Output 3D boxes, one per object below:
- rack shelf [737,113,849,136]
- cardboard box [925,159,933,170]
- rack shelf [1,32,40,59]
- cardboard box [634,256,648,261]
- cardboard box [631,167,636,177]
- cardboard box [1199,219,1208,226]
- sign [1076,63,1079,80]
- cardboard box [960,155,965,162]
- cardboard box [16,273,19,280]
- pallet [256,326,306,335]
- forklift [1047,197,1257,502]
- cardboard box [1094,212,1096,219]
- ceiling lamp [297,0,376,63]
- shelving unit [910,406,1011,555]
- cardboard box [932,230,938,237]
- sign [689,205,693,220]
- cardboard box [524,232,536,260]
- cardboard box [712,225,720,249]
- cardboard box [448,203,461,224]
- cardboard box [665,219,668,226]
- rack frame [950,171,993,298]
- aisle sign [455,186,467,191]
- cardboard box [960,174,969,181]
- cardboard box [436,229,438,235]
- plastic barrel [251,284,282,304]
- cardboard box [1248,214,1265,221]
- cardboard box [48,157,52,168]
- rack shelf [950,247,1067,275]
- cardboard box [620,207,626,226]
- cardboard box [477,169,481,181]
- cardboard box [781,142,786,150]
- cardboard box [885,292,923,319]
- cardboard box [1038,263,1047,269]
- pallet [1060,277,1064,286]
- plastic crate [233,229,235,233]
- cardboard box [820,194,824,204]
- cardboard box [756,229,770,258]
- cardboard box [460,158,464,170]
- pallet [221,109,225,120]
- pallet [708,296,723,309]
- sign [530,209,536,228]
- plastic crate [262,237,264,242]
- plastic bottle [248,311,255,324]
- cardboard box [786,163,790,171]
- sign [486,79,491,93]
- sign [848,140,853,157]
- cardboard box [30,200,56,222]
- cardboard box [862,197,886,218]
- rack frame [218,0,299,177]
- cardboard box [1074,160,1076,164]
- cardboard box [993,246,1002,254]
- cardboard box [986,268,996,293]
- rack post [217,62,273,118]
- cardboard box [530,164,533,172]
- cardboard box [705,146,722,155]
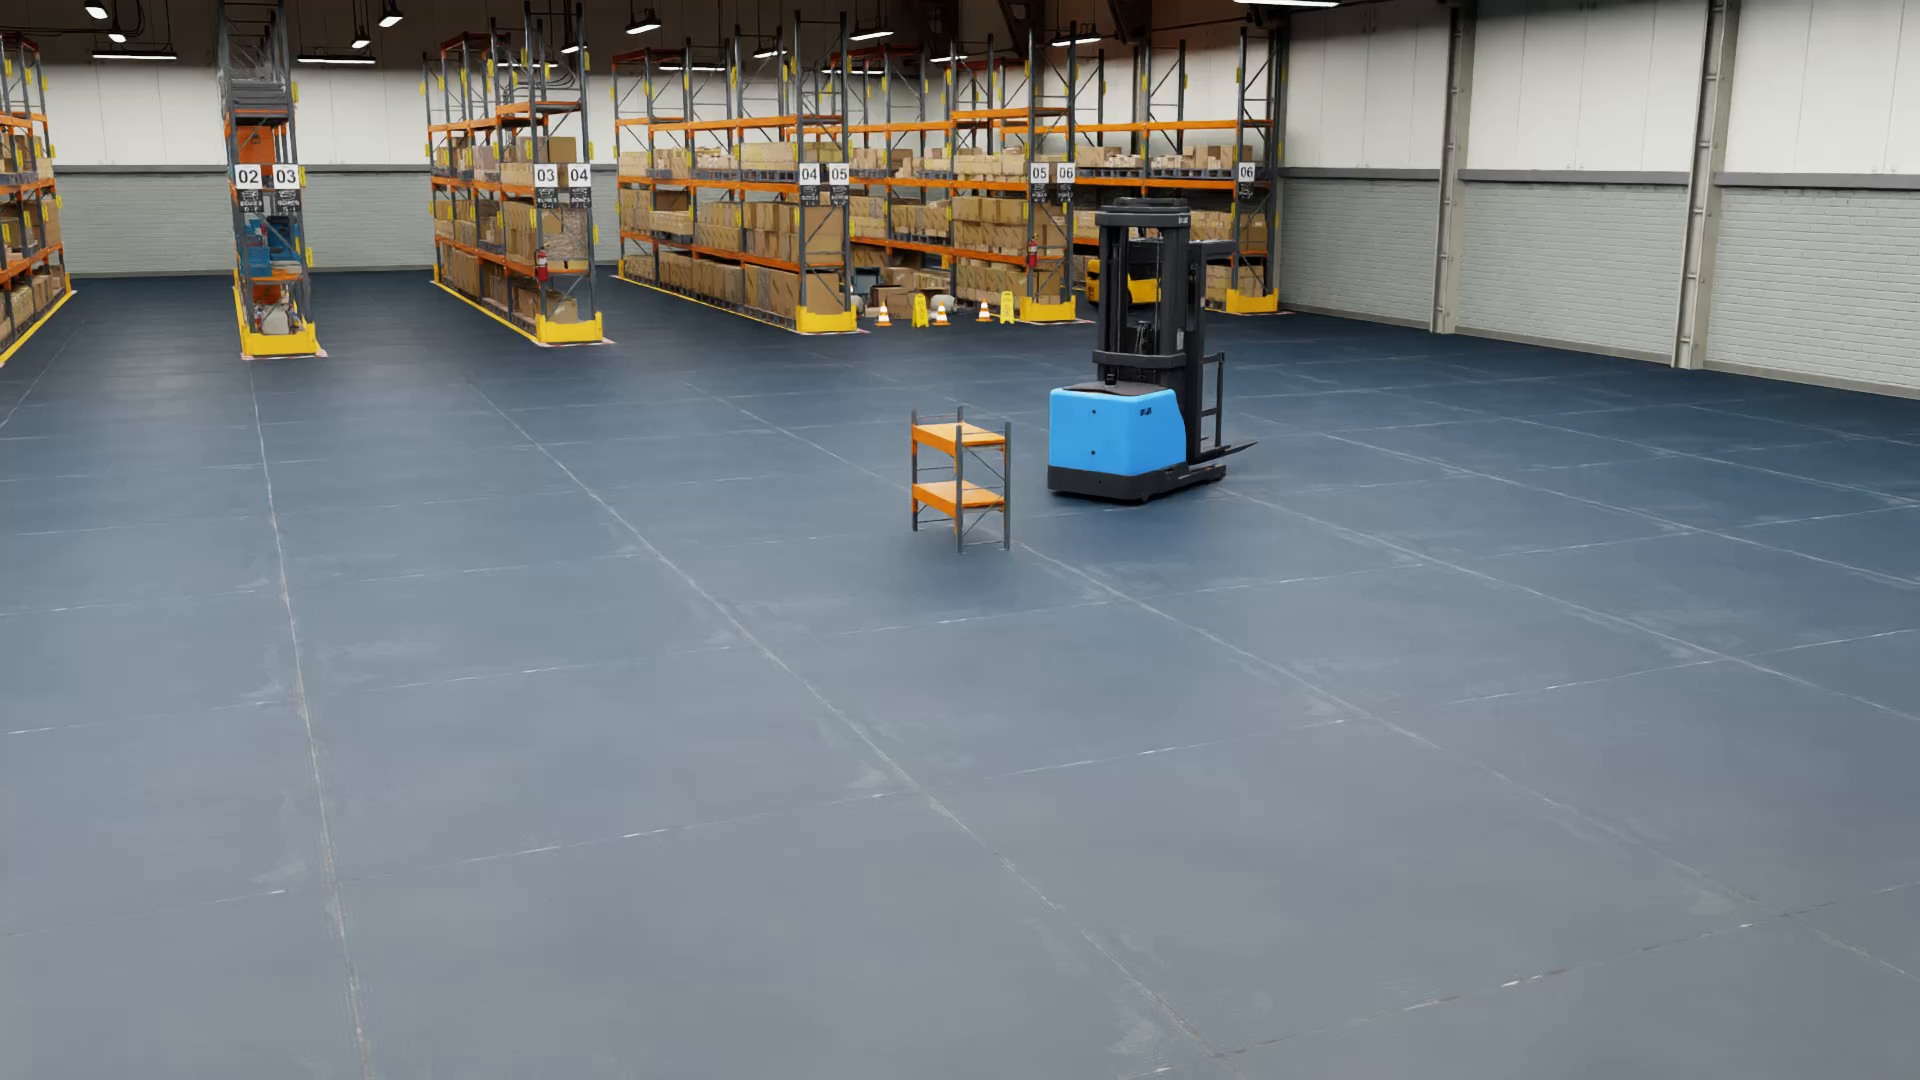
[{"bbox_3d":[-3.431,-8.372,33.569,1.077,0.370,4.000,-6,14,-23],"label":"rack shelf"},{"bbox_3d":[-0.505,-8.787,38.932,0.500,0.250,0.500,-5,14,-22],"label":"cardboard box"},{"bbox_3d":[-21.902,-11.344,38.153,1.077,0.370,4.000,-6,14,-23],"label":"rack shelf"},{"bbox_3d":[-8.659,-7.642,45.309,0.380,0.149,0.250,-5,14,-21],"label":"cardboard box"},{"bbox_3d":[-8.472,-9.838,44.403,0.500,0.250,0.500,-6,14,-23],"label":"cardboard box"},{"bbox_3d":[5.599,-7.122,37.329,0.380,0.149,0.250,-6,14,-25],"label":"cardboard box"},{"bbox_3d":[2.362,-9.515,33.777,0.100,0.325,0.005,-6,14,-23],"label":"sign"},{"bbox_3d":[0.221,-8.458,36.897,0.380,0.149,0.250,-5,14,-21],"label":"cardboard box"},{"bbox_3d":[-20.729,-5.773,36.066,0.500,0.250,0.500,-6,14,-23],"label":"cardboard box"},{"bbox_3d":[-12.632,-3.780,30.734,1.003,0.211,1.213,-6,14,-23],"label":"pallet"},{"bbox_3d":[2.167,-2.085,17.377,1.130,2.935,3.031,10,16,36],"label":"forklift"},{"bbox_3d":[3.591,-8.158,41.805,0.380,0.149,0.250,-5,14,-22],"label":"cardboard box"},{"bbox_3d":[-16.930,-14.561,44.882,2.000,3.185,0.800,-6,14,-23],"label":"ceiling lamp"},{"bbox_3d":[-0.003,-0.549,14.749,0.538,1.125,1.048,-6,14,-23],"label":"shelving unit"},{"bbox_3d":[-0.422,-7.146,38.717,0.380,0.149,0.250,-6,14,-24],"label":"cardboard box"},{"bbox_3d":[-6.328,-7.709,39.133,0.100,0.325,0.005,-6,14,-23],"label":"sign"},{"bbox_3d":[-7.721,-5.557,31.344,0.875,0.500,0.500,-6,14,-23],"label":"cardboard box"},{"bbox_3d":[-5.297,-6.854,37.609,0.500,0.500,0.500,-6,14,-24],"label":"cardboard box"},{"bbox_3d":[-12.451,-8.142,41.405,0.500,0.500,0.500,-5,14,-21],"label":"cardboard box"},{"bbox_3d":[-7.072,-7.842,41.067,0.380,0.149,0.250,-6,14,-24],"label":"cardboard box"},{"bbox_3d":[0.263,-6.876,37.926,1.000,3.000,0.127,-6,14,-23],"label":"rack frame"},{"bbox_3d":[-13.378,-9.769,44.659,0.394,0.787,0.004,-6,14,-23],"label":"aisle sign"},{"bbox_3d":[0.214,-8.069,36.986,0.380,0.149,0.250,-6,14,-23],"label":"cardboard box"},{"bbox_3d":[-13.681,-8.182,44.125,0.380,0.149,0.250,-6,14,-24],"label":"cardboard box"},{"bbox_3d":[-15.170,-5.607,36.324,0.600,0.830,0.708,-6,14,-23],"label":"plastic barrel"},{"bbox_3d":[6.473,-7.097,36.561,0.380,0.149,0.250,-6,14,-24],"label":"cardboard box"},{"bbox_3d":[-22.263,-9.115,40.171,0.500,0.250,0.500,-6,14,-23],"label":"cardboard box"},{"bbox_3d":[1.064,-6.112,36.222,1.077,0.370,4.000,-6,14,-23],"label":"rack shelf"},{"bbox_3d":[-9.113,-8.963,46.063,0.500,0.500,0.500,-5,14,-20],"label":"cardboard box"},{"bbox_3d":[-10.260,-7.969,36.331,0.500,0.250,0.500,-5,14,-22],"label":"cardboard box"},{"bbox_3d":[-3.277,-7.706,32.496,0.380,0.149,0.250,-5,14,-22],"label":"cardboard box"},{"bbox_3d":[-1.158,-4.968,35.217,0.637,0.503,0.797,6,14,26],"label":"cardboard box"},{"bbox_3d":[2.438,-7.418,44.882,0.500,0.500,0.500,-5,14,-21],"label":"cardboard box"},{"bbox_3d":[2.942,-6.951,44.433,1.003,0.211,1.213,-6,14,-23],"label":"pallet"},{"bbox_3d":[-17.838,-7.608,41.326,0.416,0.233,0.300,-6,14,-23],"label":"plastic crate"},{"bbox_3d":[-3.580,-9.243,45.713,0.500,0.500,0.500,-6,14,-24],"label":"cardboard box"},{"bbox_3d":[-3.724,-6.172,34.553,0.875,0.550,0.550,-6,14,-23],"label":"cardboard box"},{"bbox_3d":[-11.665,-9.021,39.810,0.500,0.311,0.500,-6,14,-25],"label":"cardboard box"},{"bbox_3d":[-15.219,-9.148,35.742,1.213,0.211,1.003,-6,14,-23],"label":"pallet"},{"bbox_3d":[-5.103,-5.454,37.969,1.003,0.211,1.213,-6,14,-23],"label":"pallet"},{"bbox_3d":[-7.732,-5.826,30.123,0.100,0.325,0.005,-6,14,-23],"label":"sign"},{"bbox_3d":[-16.616,-7.196,39.761,0.396,0.136,0.243,-6,14,-23],"label":"plastic crate"},{"bbox_3d":[-13.337,-4.214,31.324,0.144,0.351,0.185,-6,14,-25],"label":"plastic bottle"},{"bbox_3d":[-3.174,-7.264,32.355,0.380,0.149,0.250,-5,14,-22],"label":"cardboard box"},{"bbox_3d":[-11.530,-11.101,40.632,0.100,0.325,0.005,-6,14,-23],"label":"sign"},{"bbox_3d":[-2.119,-7.556,32.099,0.100,0.325,0.005,-6,14,-23],"label":"sign"},{"bbox_3d":[-21.857,-7.824,39.582,0.500,0.500,0.500,-5,14,-21],"label":"cardboard box"},{"bbox_3d":[-2.192,-8.530,42.633,0.500,0.500,0.500,-6,14,-23],"label":"cardboard box"},{"bbox_3d":[-11.753,-7.630,27.879,1.000,3.000,0.127,-6,14,-23],"label":"rack frame"},{"bbox_3d":[3.068,-9.653,42.637,0.380,0.166,0.250,-6,14,-23],"label":"cardboard box"},{"bbox_3d":[0.943,-6.243,35.749,0.380,0.149,0.250,-6,14,-24],"label":"cardboard box"},{"bbox_3d":[0.897,-5.634,36.065,0.500,0.500,0.500,-6,14,-24],"label":"cardboard box"},{"bbox_3d":[-14.223,-8.953,33.151,1.013,1.000,3.121,-6,14,-23],"label":"rack post"},{"bbox_3d":[-7.612,-6.766,30.248,0.380,0.149,0.250,-6,14,-23],"label":"cardboard box"},{"bbox_3d":[-5.951,-9.332,39.968,0.396,0.266,0.258,-6,14,-23],"label":"cardboard box"}]
